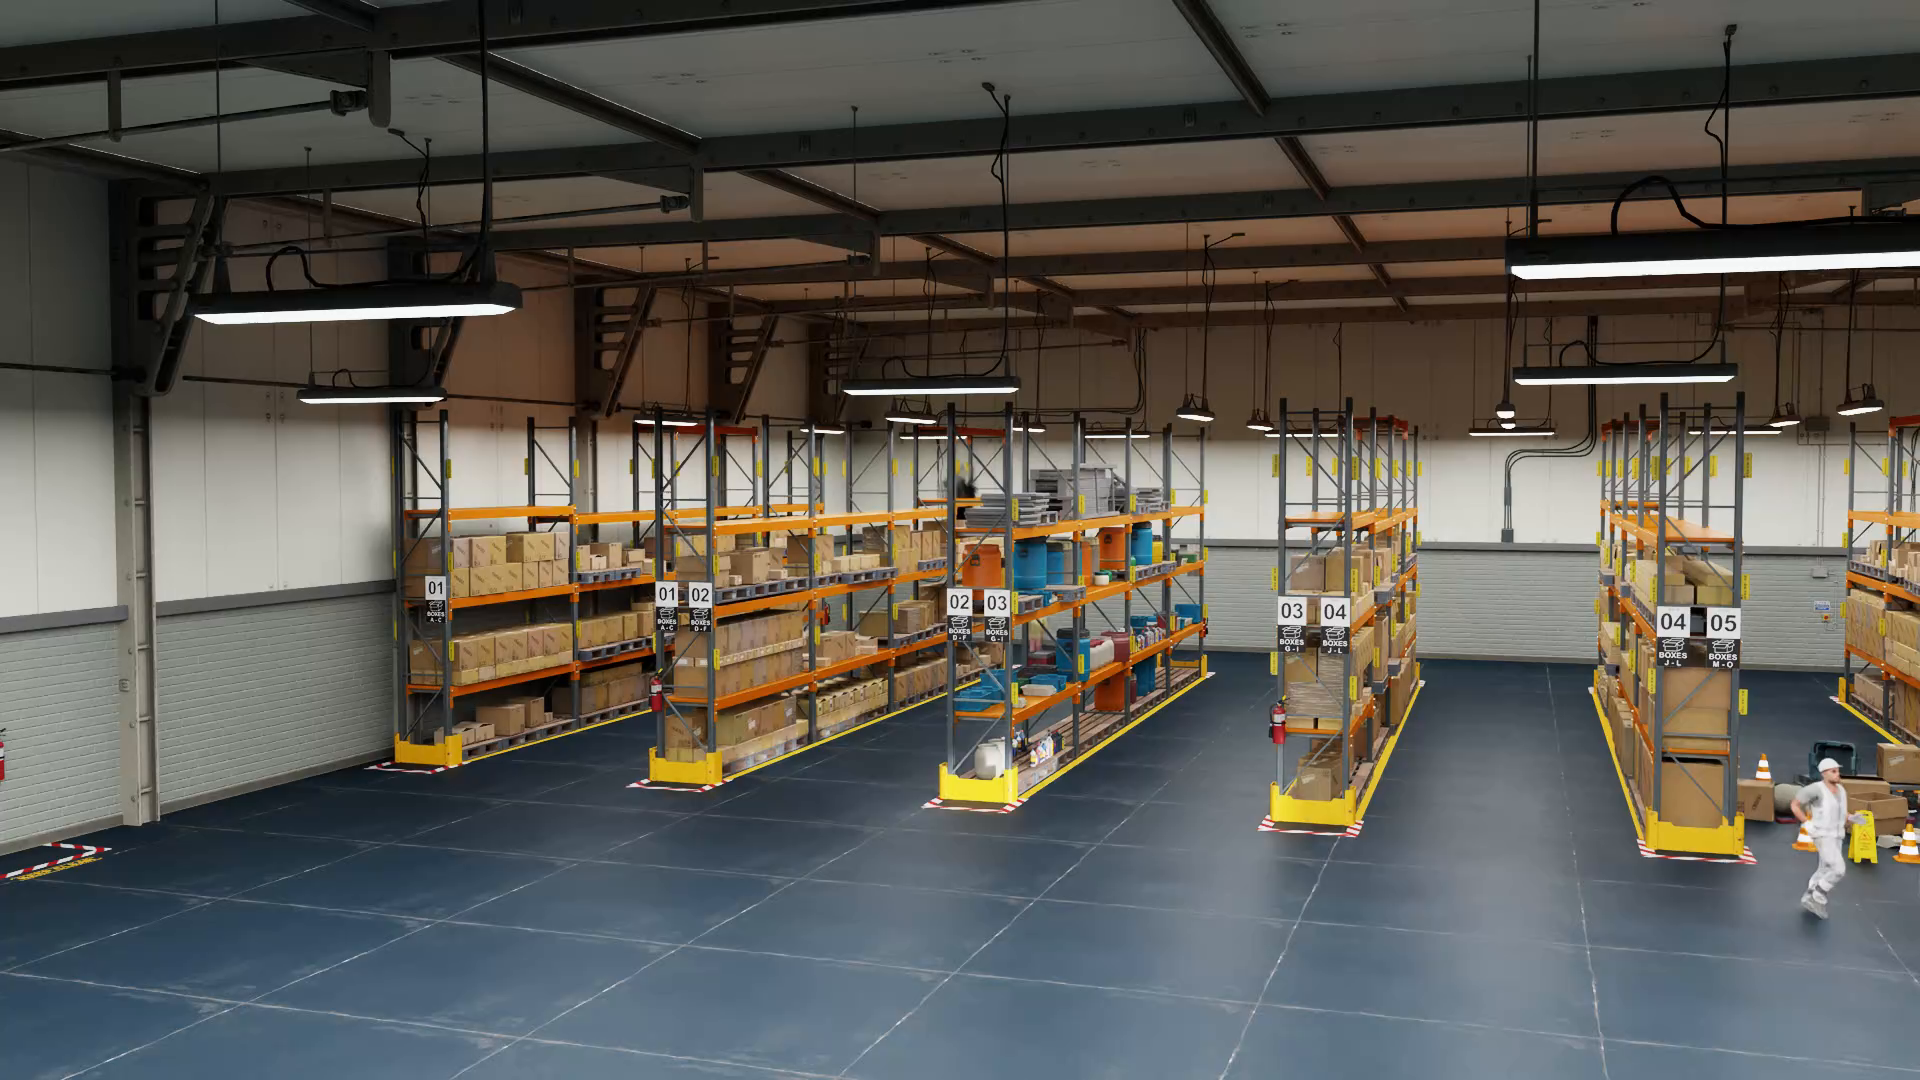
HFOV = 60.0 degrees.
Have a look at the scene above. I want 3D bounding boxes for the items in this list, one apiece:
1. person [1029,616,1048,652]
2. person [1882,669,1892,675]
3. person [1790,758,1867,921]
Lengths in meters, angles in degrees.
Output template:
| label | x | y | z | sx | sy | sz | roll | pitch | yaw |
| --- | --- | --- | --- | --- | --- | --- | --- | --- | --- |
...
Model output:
| label | x | y | z | sx | sy | sz | roll | pitch | yaw |
| --- | --- | --- | --- | --- | --- | --- | --- | --- | --- |
| person | 1.742 | 2.306 | 38.316 | 0.564 | 1.750 | 0.784 | 0 | 2 | 4 |
| person | 20.531 | 2.598 | 36.444 | 0.607 | 1.639 | 0.861 | 2 | 3 | 40 |
| person | 9.661 | 3.319 | 18.466 | 0.628 | 1.782 | 0.692 | -1 | 3 | -25 |
